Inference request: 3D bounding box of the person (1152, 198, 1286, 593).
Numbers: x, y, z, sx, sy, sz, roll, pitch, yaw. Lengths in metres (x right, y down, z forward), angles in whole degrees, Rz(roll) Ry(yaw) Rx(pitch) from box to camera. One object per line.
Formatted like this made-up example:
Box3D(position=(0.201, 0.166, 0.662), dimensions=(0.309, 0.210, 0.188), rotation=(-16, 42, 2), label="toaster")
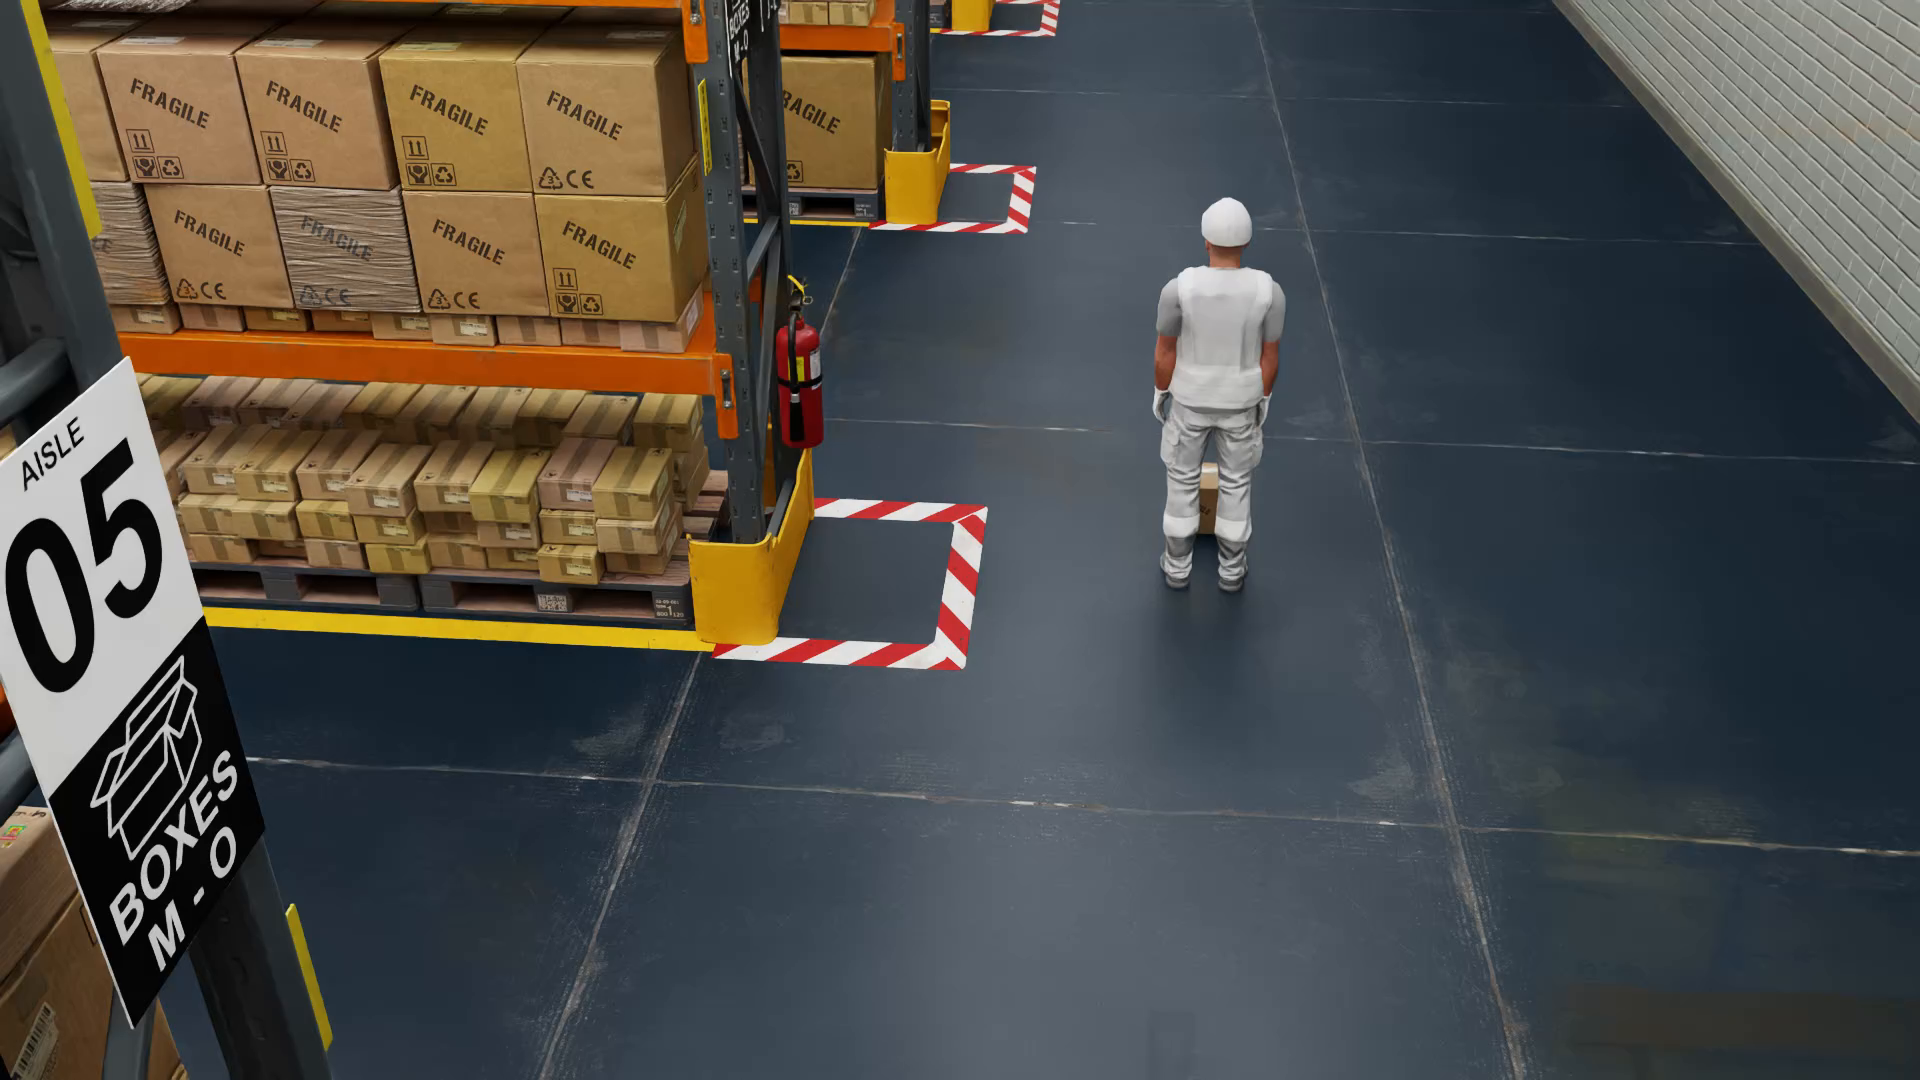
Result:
Box3D(position=(1.077, -0.597, 7.087), dimensions=(0.524, 1.794, 0.335), rotation=(3, 32, 5), label="person")
